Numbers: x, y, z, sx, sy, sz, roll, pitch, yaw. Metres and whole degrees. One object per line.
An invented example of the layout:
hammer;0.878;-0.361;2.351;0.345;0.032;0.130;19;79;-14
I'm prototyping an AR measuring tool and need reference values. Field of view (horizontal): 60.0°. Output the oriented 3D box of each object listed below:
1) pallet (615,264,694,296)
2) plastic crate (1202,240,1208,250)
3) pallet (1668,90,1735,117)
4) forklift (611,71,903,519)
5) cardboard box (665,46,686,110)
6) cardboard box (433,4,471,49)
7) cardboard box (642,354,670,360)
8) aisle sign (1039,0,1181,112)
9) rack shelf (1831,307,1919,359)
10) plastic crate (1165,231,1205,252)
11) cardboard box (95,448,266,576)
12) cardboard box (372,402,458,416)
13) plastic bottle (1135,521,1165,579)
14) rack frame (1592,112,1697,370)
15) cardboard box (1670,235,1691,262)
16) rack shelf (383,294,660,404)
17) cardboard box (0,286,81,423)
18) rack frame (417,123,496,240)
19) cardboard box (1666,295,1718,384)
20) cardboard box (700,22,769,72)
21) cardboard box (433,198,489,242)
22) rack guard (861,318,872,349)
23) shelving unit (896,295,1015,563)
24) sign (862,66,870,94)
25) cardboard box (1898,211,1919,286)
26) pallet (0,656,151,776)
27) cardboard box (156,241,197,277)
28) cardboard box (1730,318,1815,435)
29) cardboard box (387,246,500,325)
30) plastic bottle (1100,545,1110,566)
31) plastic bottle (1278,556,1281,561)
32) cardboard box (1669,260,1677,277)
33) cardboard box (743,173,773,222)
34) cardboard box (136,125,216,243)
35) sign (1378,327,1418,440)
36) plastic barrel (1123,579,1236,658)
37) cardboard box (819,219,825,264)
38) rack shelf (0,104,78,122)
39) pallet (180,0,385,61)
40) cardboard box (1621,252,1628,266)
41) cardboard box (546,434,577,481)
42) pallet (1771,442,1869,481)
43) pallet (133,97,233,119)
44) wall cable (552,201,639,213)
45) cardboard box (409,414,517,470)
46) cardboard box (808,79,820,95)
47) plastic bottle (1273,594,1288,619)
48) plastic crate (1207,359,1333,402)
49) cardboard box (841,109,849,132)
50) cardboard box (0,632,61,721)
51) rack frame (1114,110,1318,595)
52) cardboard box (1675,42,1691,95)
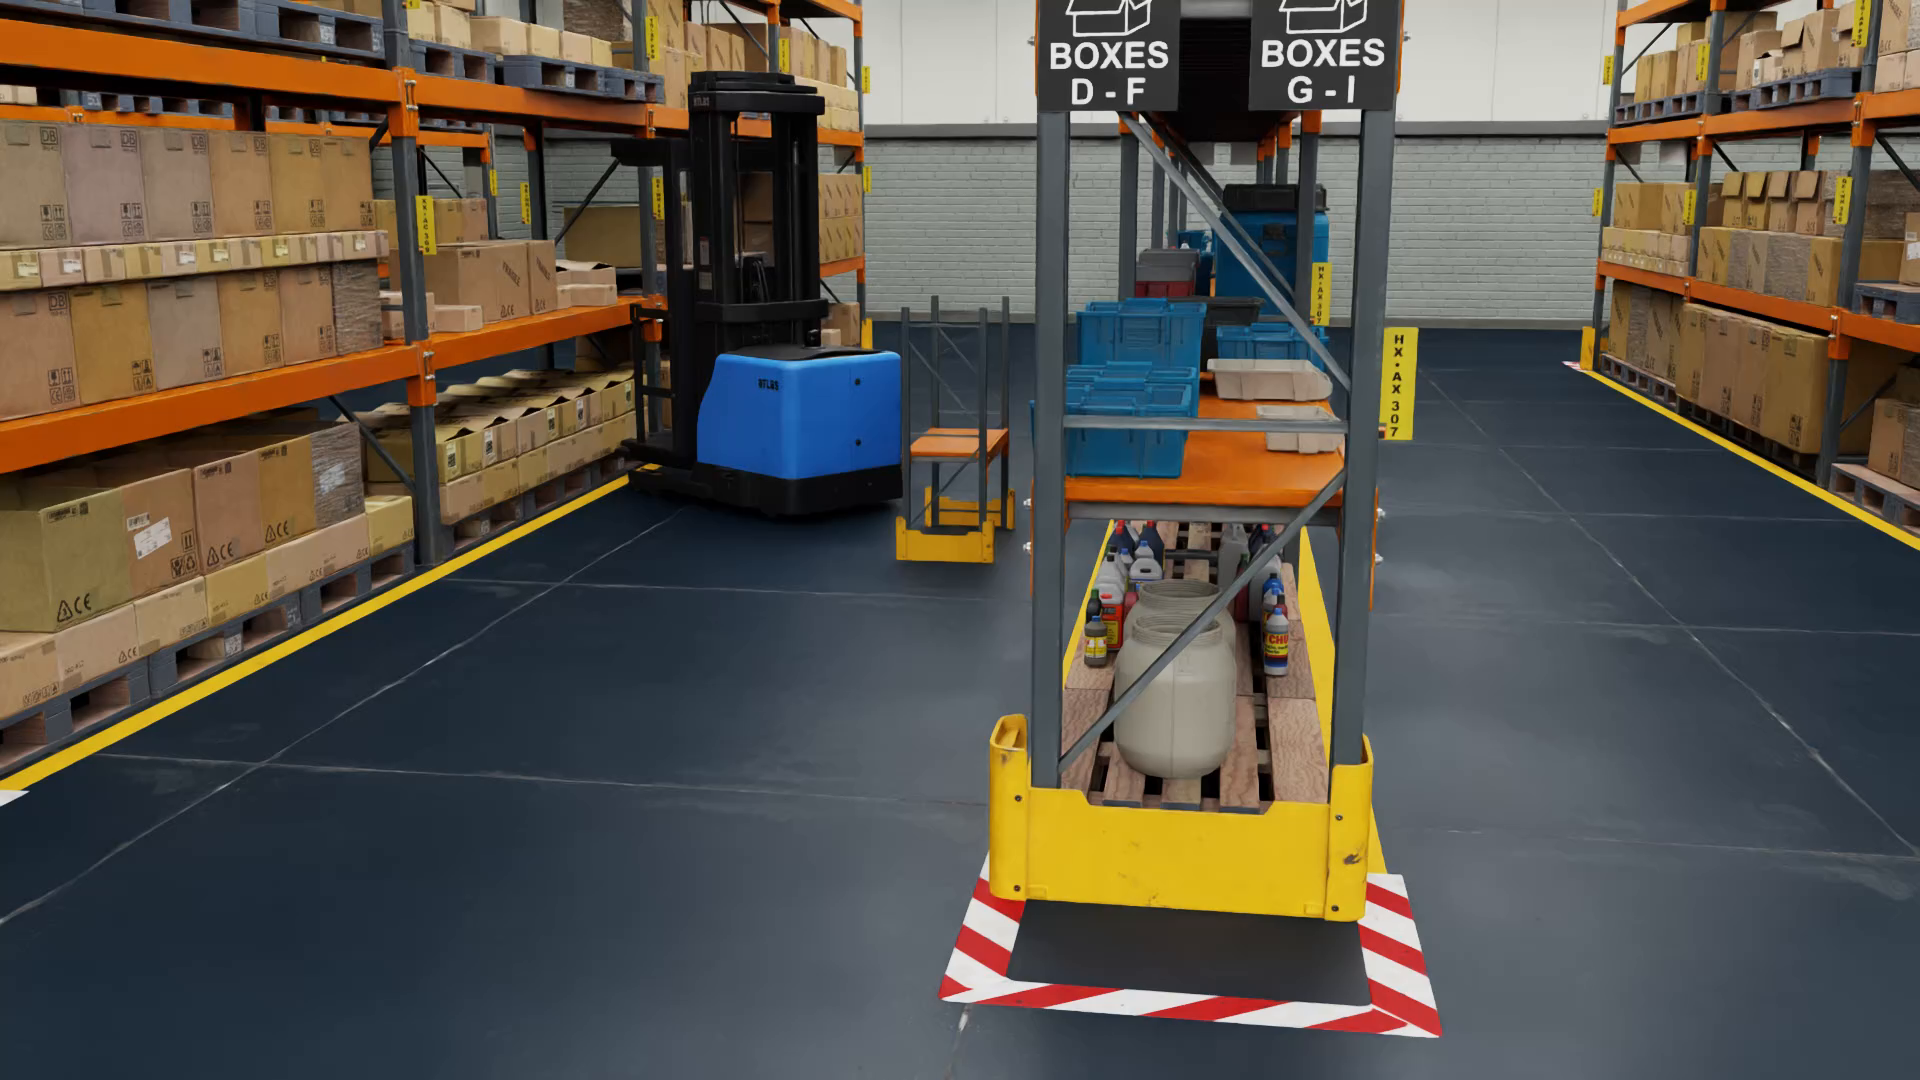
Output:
pallet;-2.905;-2.212;14.092;1.213;0.211;1.003;2;12;9
plastic crate;2.572;-3.236;18.646;0.416;0.233;0.300;2;12;9
pallet;7.599;-4.266;16.259;1.003;0.211;1.213;2;12;9
forklift;-1.772;-1.819;11.978;1.130;2.935;3.031;-12;17;-43
cardboard box;-2.828;-3.875;13.999;0.910;0.500;0.500;2;12;9
cardboard box;-3.369;-3.170;10.323;0.500;0.250;0.500;1;12;3
cardboard box;-2.513;-1.350;14.526;0.500;0.500;0.500;1;12;7
aisle sign;0.419;-1.601;4.632;0.394;0.787;0.004;2;12;9
rack shelf;6.540;-1.072;10.057;1.077;0.370;4.000;2;12;9
plastic crate;2.304;-2.963;17.019;0.392;0.384;0.575;2;12;9
cardboard box;-3.635;-0.141;7.778;0.500;0.500;0.500;2;12;9
cardboard box;-3.623;-0.771;11.148;0.500;0.311;0.500;2;12;8
plastic bottle;0.947;0.071;8.288;0.144;0.351;0.185;2;12;9
rack frame;8.078;-3.506;19.640;1.000;3.000;0.127;2;12;9
cardboard box;7.272;-2.846;16.227;0.500;0.250;0.500;2;12;8
rack shelf;-3.248;-1.394;11.550;1.077;0.370;4.000;2;12;9
cardboard box;-4.010;-0.752;6.625;0.700;0.500;0.500;2;12;10
rack frame;-6.605;-3.987;21.875;1.000;3.000;0.127;2;12;9
cardboard box;7.643;-1.974;16.582;0.875;0.875;0.875;2;12;9
cardboard box;-2.288;-5.101;17.313;0.700;0.500;0.500;2;12;9
cardboard box;-6.674;-4.027;21.349;0.980;0.700;0.700;2;12;11
rack guard;-1.721;-2.590;21.323;1.175;0.500;0.348;2;12;9
shelving unit;-0.012;-0.717;10.262;0.587;1.500;1.083;2;12;9
sign;-1.164;-5.704;20.621;0.100;0.325;0.005;2;12;9
cardboard box;6.804;-1.981;11.331;0.500;0.500;0.500;0;12;2
pallet;-4.094;0.706;6.717;1.003;0.211;1.213;2;12;9
cardboard box;-3.660;-1.257;7.431;0.380;0.149;0.250;2;12;9
cardboard box;7.119;-1.335;13.616;1.225;0.875;0.875;2;12;9
cardboard box;-3.340;-1.647;10.780;0.500;0.500;0.500;3;12;13
plastic bottle;0.709;0.171;7.981;0.061;0.283;0.133;2;12;11
plastic bottle;1.511;0.163;8.019;0.061;0.283;0.133;3;12;12
cardboard box;7.226;-2.678;16.396;0.380;0.149;0.250;2;12;10
cardboard box;-1.974;-3.621;17.567;0.500;0.500;0.500;2;12;10
cardboard box;-3.849;-1.607;7.511;0.700;0.500;0.500;2;12;9
sign;1.266;-0.452;4.814;0.100;0.325;0.005;2;12;9
plastic barrel;0.826;0.432;6.280;0.421;0.512;0.421;0;12;0
cardboard box;-1.823;-3.352;18.689;0.500;0.500;0.500;2;12;8
rack shelf;-8.143;-3.020;11.975;1.077;0.370;4.000;2;12;9
pallet;-3.661;-2.574;8.408;1.003;0.211;1.213;2;12;9
cardboard box;7.541;-3.106;18.381;0.380;0.149;0.250;2;12;8
cardboard box;-3.012;-0.587;11.626;0.500;0.250;0.500;2;12;10
pallet;7.043;-0.639;12.957;1.003;0.211;1.213;2;12;9
pallet;-7.620;-4.065;15.562;1.003;0.211;1.213;2;12;11
wall cable;-5.382;-6.568;26.979;3.097;2.526;0.112;2;12;9
cardboard box;-3.163;-0.647;10.573;0.500;0.311;0.500;2;12;8
cardboard box;-1.841;-4.933;18.314;0.500;0.250;0.500;2;12;9
plastic bottle;1.363;0.363;7.090;0.061;0.283;0.133;2;12;10
plastic crate;1.339;-0.693;7.215;0.530;0.136;0.437;2;12;9
cardboard box;-1.616;-5.001;19.816;0.500;0.250;0.500;2;12;9
cardboard box;-3.868;0.538;6.409;0.500;0.250;0.500;2;12;9
rack frame;1.339;-1.168;8.794;1.000;3.000;0.127;2;12;9
cardboard box;7.611;-4.719;16.679;0.700;0.500;0.500;3;12;12
